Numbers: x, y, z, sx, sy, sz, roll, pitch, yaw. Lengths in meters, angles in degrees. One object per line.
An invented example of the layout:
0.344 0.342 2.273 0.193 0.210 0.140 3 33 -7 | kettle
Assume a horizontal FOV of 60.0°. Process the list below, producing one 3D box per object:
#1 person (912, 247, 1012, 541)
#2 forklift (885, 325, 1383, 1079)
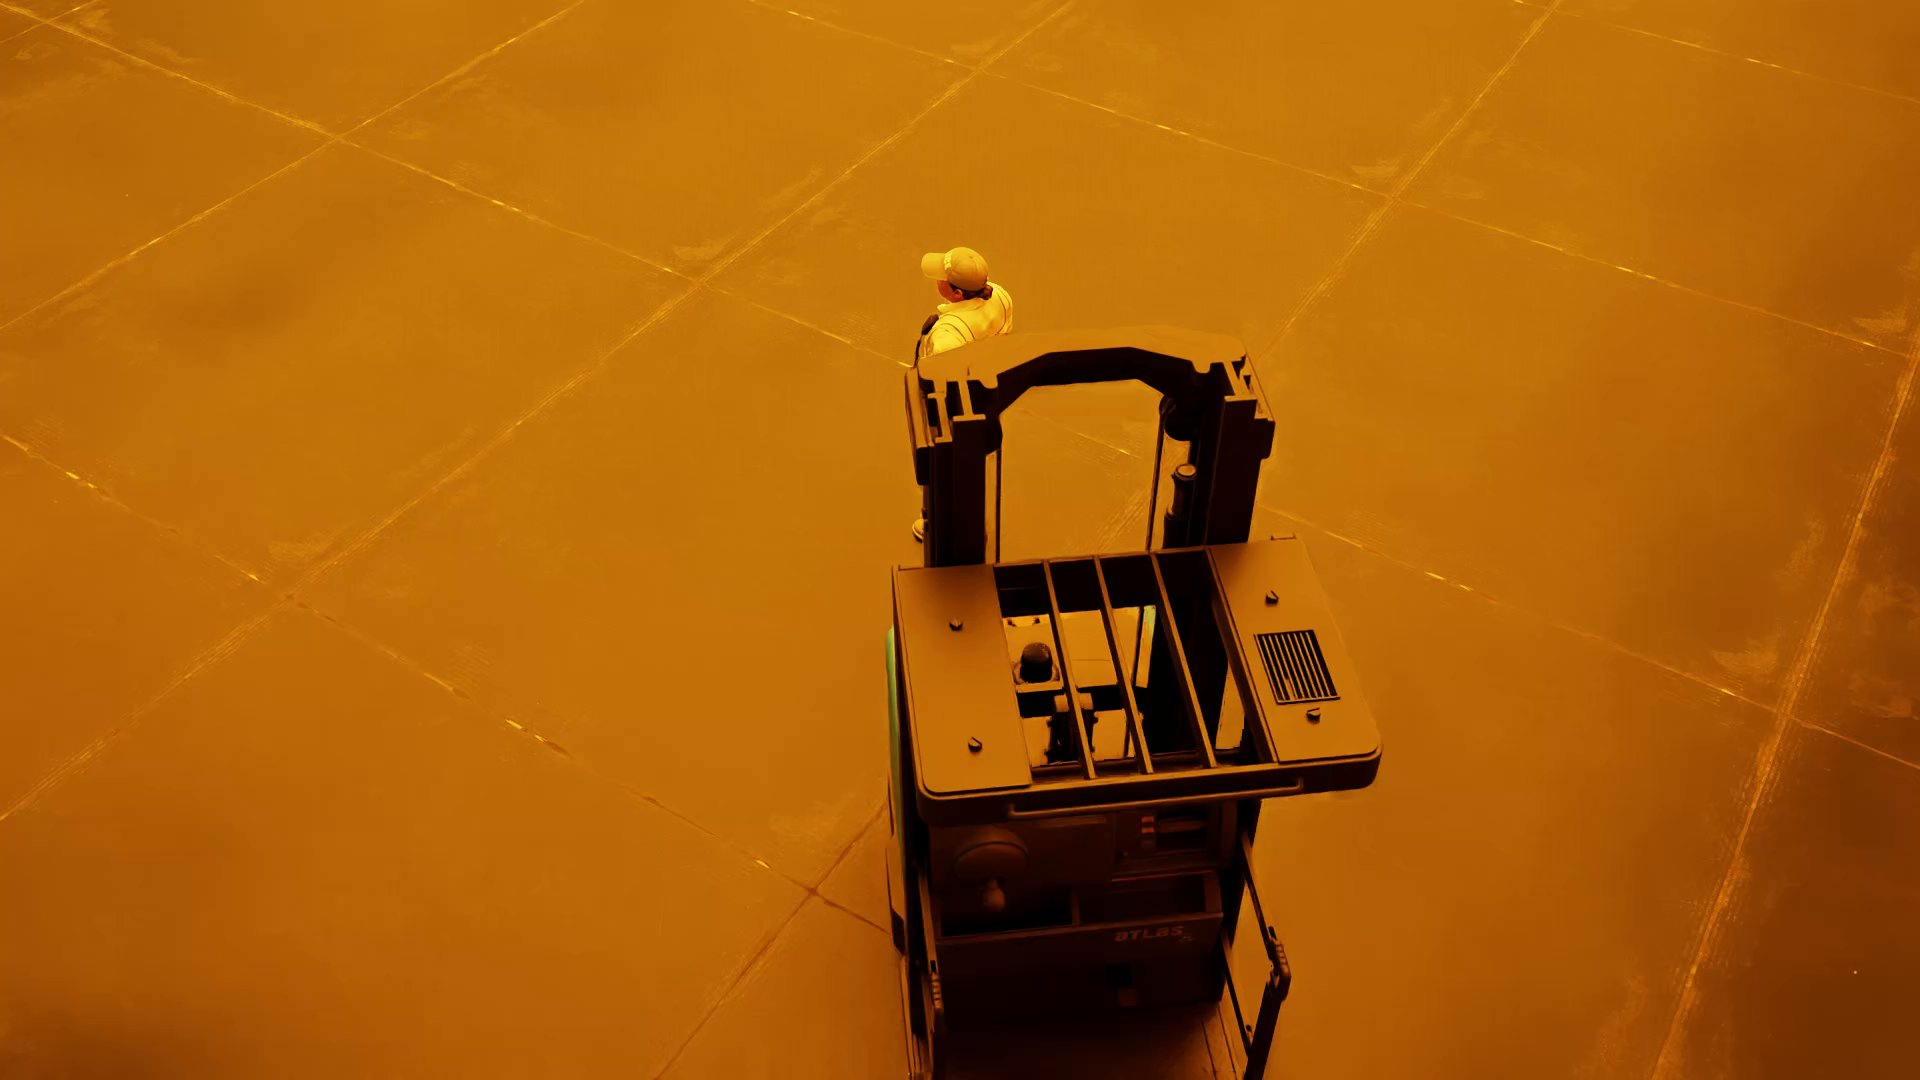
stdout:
-0.052 -0.652 7.445 0.529 1.670 0.598 24 48 23 | person
0.396 0.975 4.820 1.130 2.935 3.031 -5 44 -5 | forklift
